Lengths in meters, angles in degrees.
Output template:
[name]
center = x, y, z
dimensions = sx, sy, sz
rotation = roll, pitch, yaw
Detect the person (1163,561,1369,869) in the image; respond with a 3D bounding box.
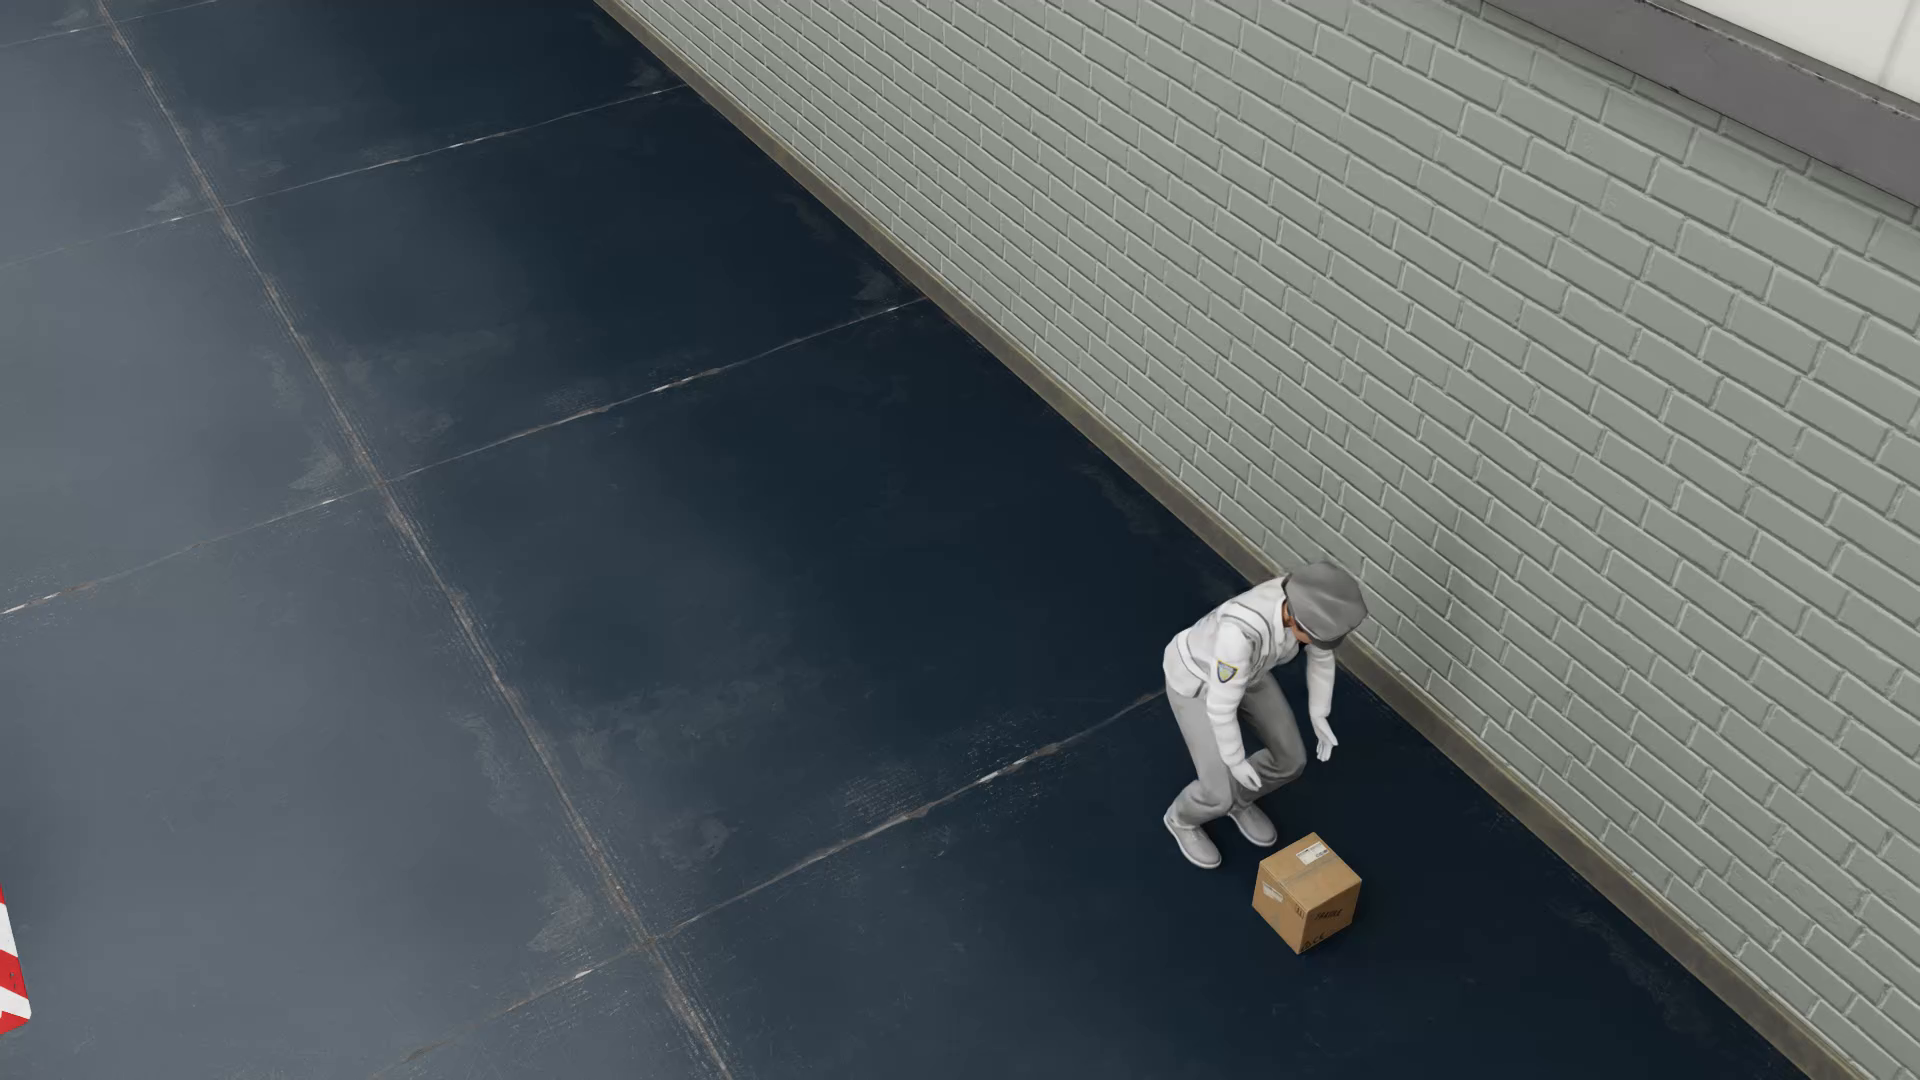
[person]
center = 1.015, 0.560, 5.701
dimensions = 0.534, 1.429, 0.673
rotation = -22, 46, -24
